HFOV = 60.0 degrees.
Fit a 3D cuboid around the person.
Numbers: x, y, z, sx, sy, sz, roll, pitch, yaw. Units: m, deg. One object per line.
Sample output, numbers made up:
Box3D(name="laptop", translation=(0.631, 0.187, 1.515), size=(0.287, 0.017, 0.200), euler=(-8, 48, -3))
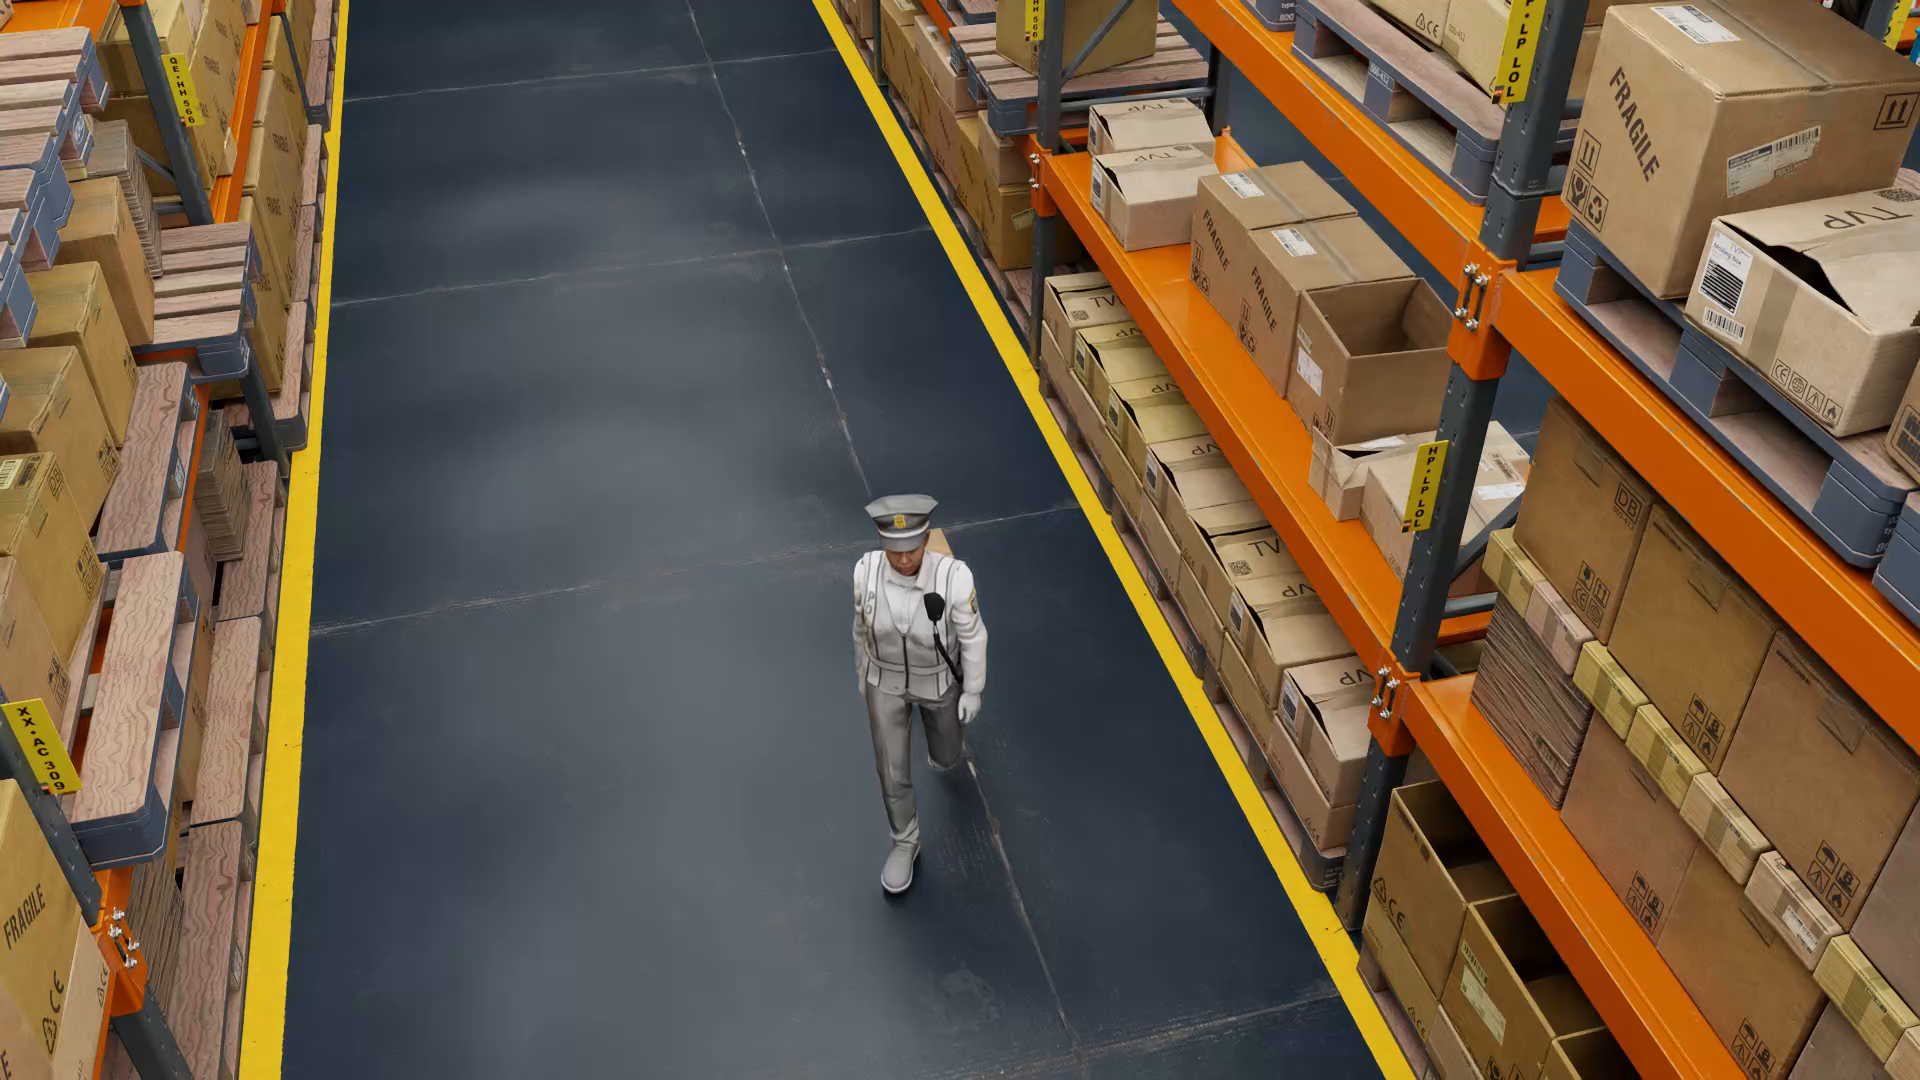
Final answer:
Box3D(name="person", translation=(-0.141, 0.465, 6.086), size=(0.494, 1.652, 0.786), euler=(4, 39, 5))
